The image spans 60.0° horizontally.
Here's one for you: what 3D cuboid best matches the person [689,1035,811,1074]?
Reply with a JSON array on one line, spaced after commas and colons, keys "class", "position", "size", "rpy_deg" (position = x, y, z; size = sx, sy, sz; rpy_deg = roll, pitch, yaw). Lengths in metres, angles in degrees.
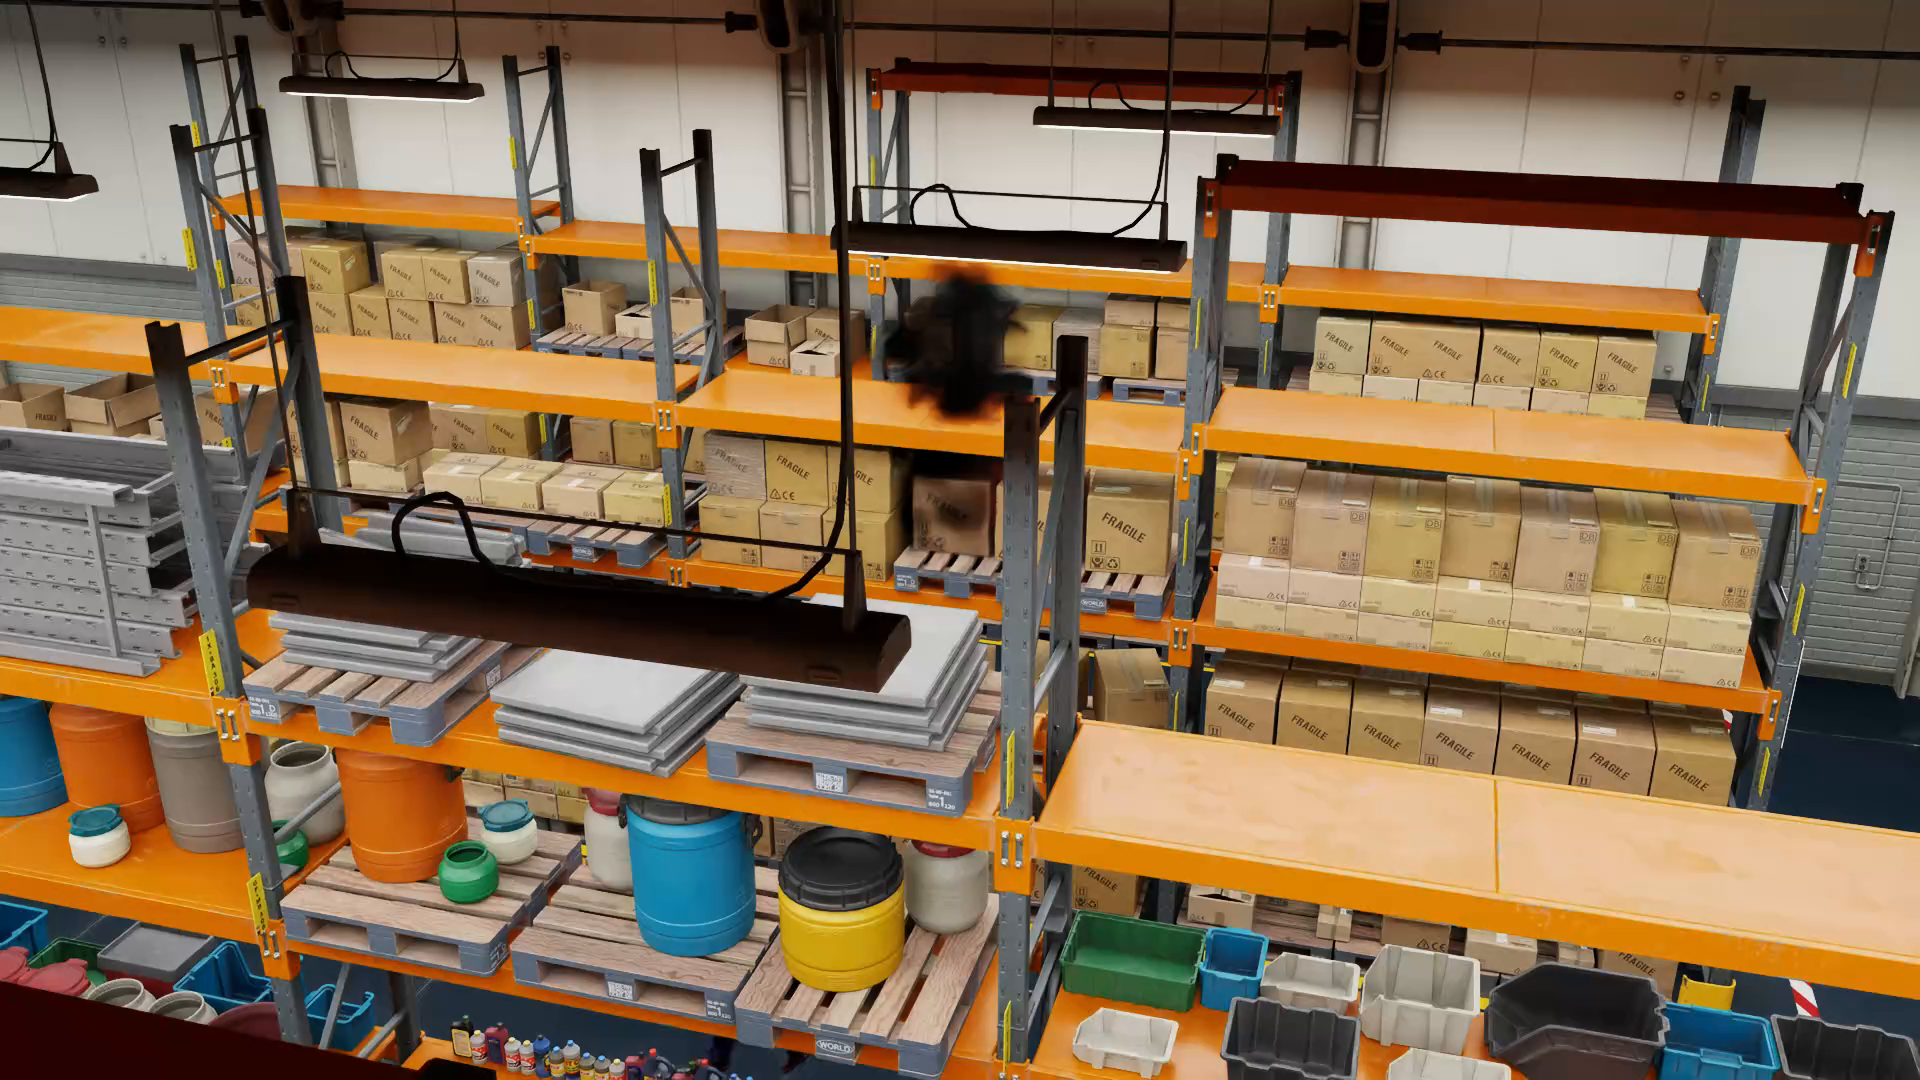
[{"class": "person", "position": [-1.426, 2.864, 11.003], "size": [0.849, 1.701, 0.637], "rpy_deg": [4, 23, 10]}]
